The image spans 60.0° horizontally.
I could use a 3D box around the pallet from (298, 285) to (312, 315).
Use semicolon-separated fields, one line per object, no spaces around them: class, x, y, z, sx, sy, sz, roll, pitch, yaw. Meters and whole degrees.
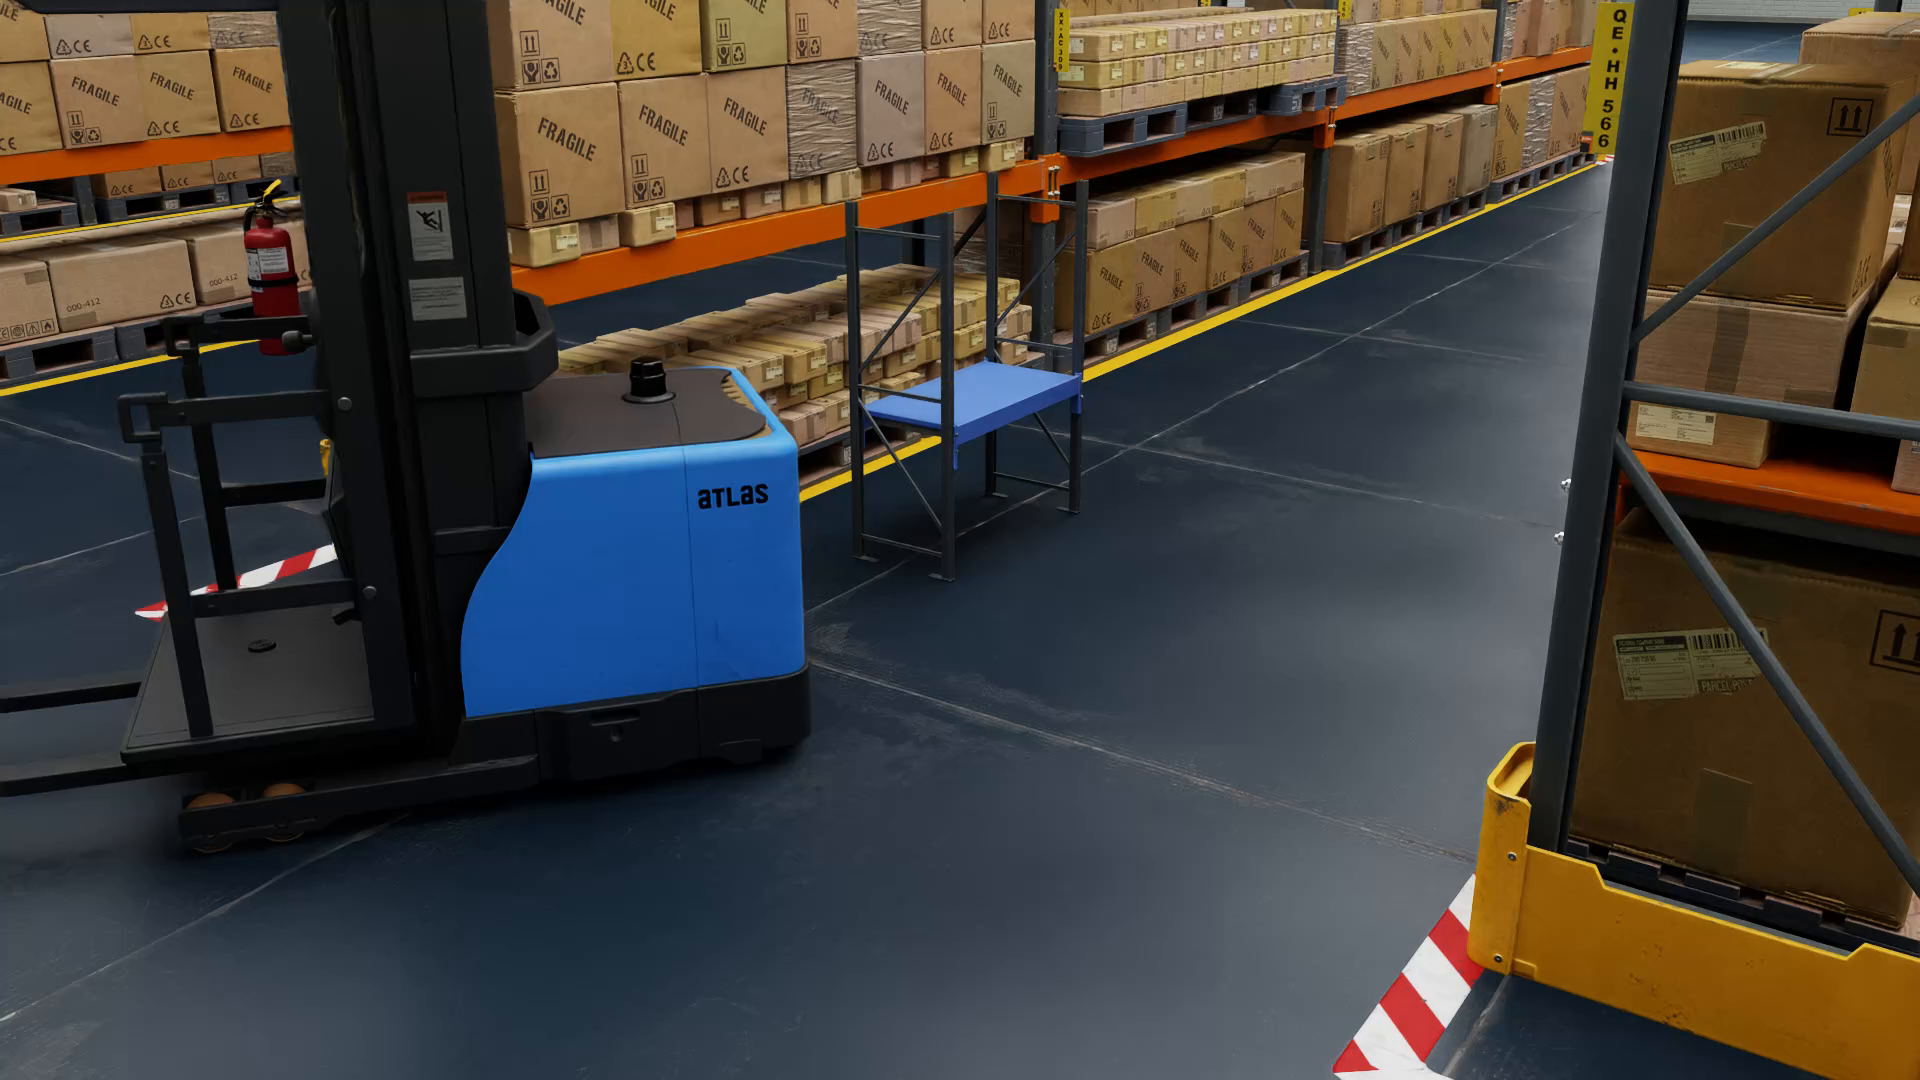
pallet;-4.548;-1.829;11.906;1.003;0.211;1.213;13;24;32

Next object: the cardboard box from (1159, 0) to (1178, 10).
cardboard box;2.327;-6.617;20.257;0.500;0.500;0.500;13;24;32

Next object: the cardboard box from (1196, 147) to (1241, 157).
cardboard box;1.755;-2.777;12.365;0.500;0.250;0.500;12;23;29

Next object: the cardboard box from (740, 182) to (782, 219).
cardboard box;-1.029;-1.554;7.505;0.380;0.149;0.250;13;24;31

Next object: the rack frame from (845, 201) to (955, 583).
rack frame;-0.238;-0.582;6.677;0.500;1.500;0.032;13;24;32

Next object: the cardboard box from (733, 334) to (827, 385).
cardboard box;-0.855;-0.860;7.913;0.380;0.149;0.250;14;24;33

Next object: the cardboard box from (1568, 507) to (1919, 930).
cardboard box;2.185;0.341;4.477;0.875;0.875;0.875;13;24;32

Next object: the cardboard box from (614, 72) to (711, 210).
cardboard box;-1.393;-1.676;6.899;0.500;0.500;0.500;13;24;32

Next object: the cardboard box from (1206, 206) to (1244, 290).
cardboard box;1.611;-2.033;11.435;0.500;0.500;0.500;12;23;29

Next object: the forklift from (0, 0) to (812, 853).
forklift;-2.055;-0.675;4.864;3.031;2.935;1.130;-6;21;-17

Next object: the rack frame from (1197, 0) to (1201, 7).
rack frame;2.690;-6.783;21.279;1.000;3.000;0.127;13;24;32

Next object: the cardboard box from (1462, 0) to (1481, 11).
cardboard box;4.317;-5.071;15.065;0.700;0.500;0.500;13;24;31

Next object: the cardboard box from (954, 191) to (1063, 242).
cardboard box;0.304;-2.043;10.381;0.500;0.250;0.500;13;24;30

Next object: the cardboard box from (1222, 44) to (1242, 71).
cardboard box;1.574;-3.095;10.636;0.380;0.149;0.250;13;24;31

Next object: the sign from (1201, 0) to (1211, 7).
sign;1.882;-4.202;12.631;0.100;0.325;0.005;13;24;32

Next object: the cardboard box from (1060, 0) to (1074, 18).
cardboard box;0.919;-5.894;18.301;0.500;0.500;0.500;13;24;32

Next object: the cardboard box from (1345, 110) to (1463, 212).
cardboard box;3.772;-3.369;14.687;1.050;0.750;0.750;13;24;32

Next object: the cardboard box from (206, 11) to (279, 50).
cardboard box;-4.663;-3.375;10.479;0.500;0.500;0.500;14;24;33

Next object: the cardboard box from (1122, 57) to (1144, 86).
cardboard box;0.840;-2.720;9.623;0.380;0.149;0.250;13;24;31

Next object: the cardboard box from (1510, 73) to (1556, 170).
cardboard box;5.507;-4.326;17.092;0.875;0.875;0.875;13;24;32

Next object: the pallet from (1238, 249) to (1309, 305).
pallet;1.903;-2.019;12.420;1.003;0.211;1.213;13;24;32

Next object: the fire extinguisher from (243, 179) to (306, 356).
fire extinguisher;-2.677;-1.062;6.462;0.296;0.674;0.183;13;24;32

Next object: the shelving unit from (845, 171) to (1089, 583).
shelving unit;0.048;-0.728;7.071;0.538;1.500;1.048;13;24;32

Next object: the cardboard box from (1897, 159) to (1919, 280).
cardboard box;2.665;-0.909;4.105;0.500;0.500;0.500;13;24;31

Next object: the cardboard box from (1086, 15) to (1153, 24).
cardboard box;1.042;-3.366;10.941;0.380;0.149;0.250;13;24;31

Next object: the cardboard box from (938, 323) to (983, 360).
cardboard box;-0.098;-1.090;8.964;0.380;0.149;0.250;12;24;30

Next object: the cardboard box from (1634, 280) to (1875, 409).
cardboard box;1.944;-0.520;4.133;0.500;0.250;0.500;13;24;31

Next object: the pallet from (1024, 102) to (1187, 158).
pallet;0.645;-2.504;9.989;1.003;0.211;1.213;13;24;32

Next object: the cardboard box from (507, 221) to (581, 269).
cardboard box;-1.701;-1.167;6.458;0.380;0.149;0.250;13;24;31

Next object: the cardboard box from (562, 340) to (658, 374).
cardboard box;-1.639;-0.818;7.799;0.380;0.149;0.250;12;24;30

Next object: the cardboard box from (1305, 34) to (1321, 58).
cardboard box;2.293;-3.462;11.630;0.380;0.149;0.250;14;25;34

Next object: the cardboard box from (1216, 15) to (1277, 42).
cardboard box;1.869;-3.387;10.998;0.380;0.149;0.250;13;24;32

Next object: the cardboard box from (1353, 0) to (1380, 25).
cardboard box;2.887;-4.339;13.087;0.700;0.500;0.500;13;24;31

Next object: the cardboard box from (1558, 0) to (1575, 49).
cardboard box;5.959;-5.503;17.603;0.875;0.550;0.550;13;24;32

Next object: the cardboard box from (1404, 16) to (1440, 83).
cardboard box;3.668;-4.108;13.902;0.500;0.500;0.500;13;24;31

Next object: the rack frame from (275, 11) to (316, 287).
rack frame;-2.154;-1.256;6.336;1.000;3.000;0.127;13;24;32

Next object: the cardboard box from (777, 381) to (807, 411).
cardboard box;-0.959;-0.744;8.027;0.380;0.149;0.250;15;25;35

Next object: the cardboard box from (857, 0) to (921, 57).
cardboard box;-0.532;-2.578;7.896;0.500;0.500;0.500;14;24;33

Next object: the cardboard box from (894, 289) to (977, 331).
cardboard box;-0.135;-1.236;8.928;0.380;0.149;0.250;13;24;31

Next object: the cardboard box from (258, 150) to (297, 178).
cardboard box;-6.833;-3.871;16.404;0.500;0.500;0.500;12;24;30

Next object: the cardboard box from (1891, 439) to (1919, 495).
cardboard box;2.364;-0.179;3.788;0.380;0.149;0.250;14;24;32

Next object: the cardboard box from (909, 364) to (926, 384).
cardboard box;-0.403;-0.886;8.840;0.380;0.149;0.250;13;24;31

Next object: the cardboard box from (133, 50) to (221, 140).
cardboard box;-4.967;-2.761;10.261;0.500;0.500;0.500;14;25;34

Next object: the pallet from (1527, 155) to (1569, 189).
pallet;5.769;-3.945;17.627;1.003;0.211;1.213;13;24;32

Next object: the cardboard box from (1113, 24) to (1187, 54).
cardboard box;1.137;-3.010;9.979;0.380;0.149;0.250;13;24;31

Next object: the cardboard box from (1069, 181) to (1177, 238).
cardboard box;1.026;-2.094;10.518;0.500;0.250;0.500;14;25;33

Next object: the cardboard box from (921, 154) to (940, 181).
cardboard box;-0.328;-1.937;8.541;0.380;0.149;0.250;13;24;30

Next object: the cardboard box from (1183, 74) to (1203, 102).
cardboard box;1.276;-2.803;10.275;0.380;0.149;0.250;12;23;29

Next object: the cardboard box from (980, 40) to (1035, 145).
cardboard box;0.056;-2.396;8.846;0.500;0.500;0.500;13;24;32

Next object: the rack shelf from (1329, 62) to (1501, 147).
rack shelf;3.467;-3.788;14.218;1.077;0.370;4.000;13;24;32

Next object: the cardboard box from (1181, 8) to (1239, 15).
cardboard box;1.774;-3.737;11.943;0.380;0.149;0.250;13;24;30

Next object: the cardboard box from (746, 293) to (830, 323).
cardboard box;-0.914;-1.198;8.826;0.380;0.149;0.250;14;24;33

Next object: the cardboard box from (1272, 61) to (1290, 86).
cardboard box;2.018;-3.184;11.305;0.380;0.149;0.250;13;24;31
